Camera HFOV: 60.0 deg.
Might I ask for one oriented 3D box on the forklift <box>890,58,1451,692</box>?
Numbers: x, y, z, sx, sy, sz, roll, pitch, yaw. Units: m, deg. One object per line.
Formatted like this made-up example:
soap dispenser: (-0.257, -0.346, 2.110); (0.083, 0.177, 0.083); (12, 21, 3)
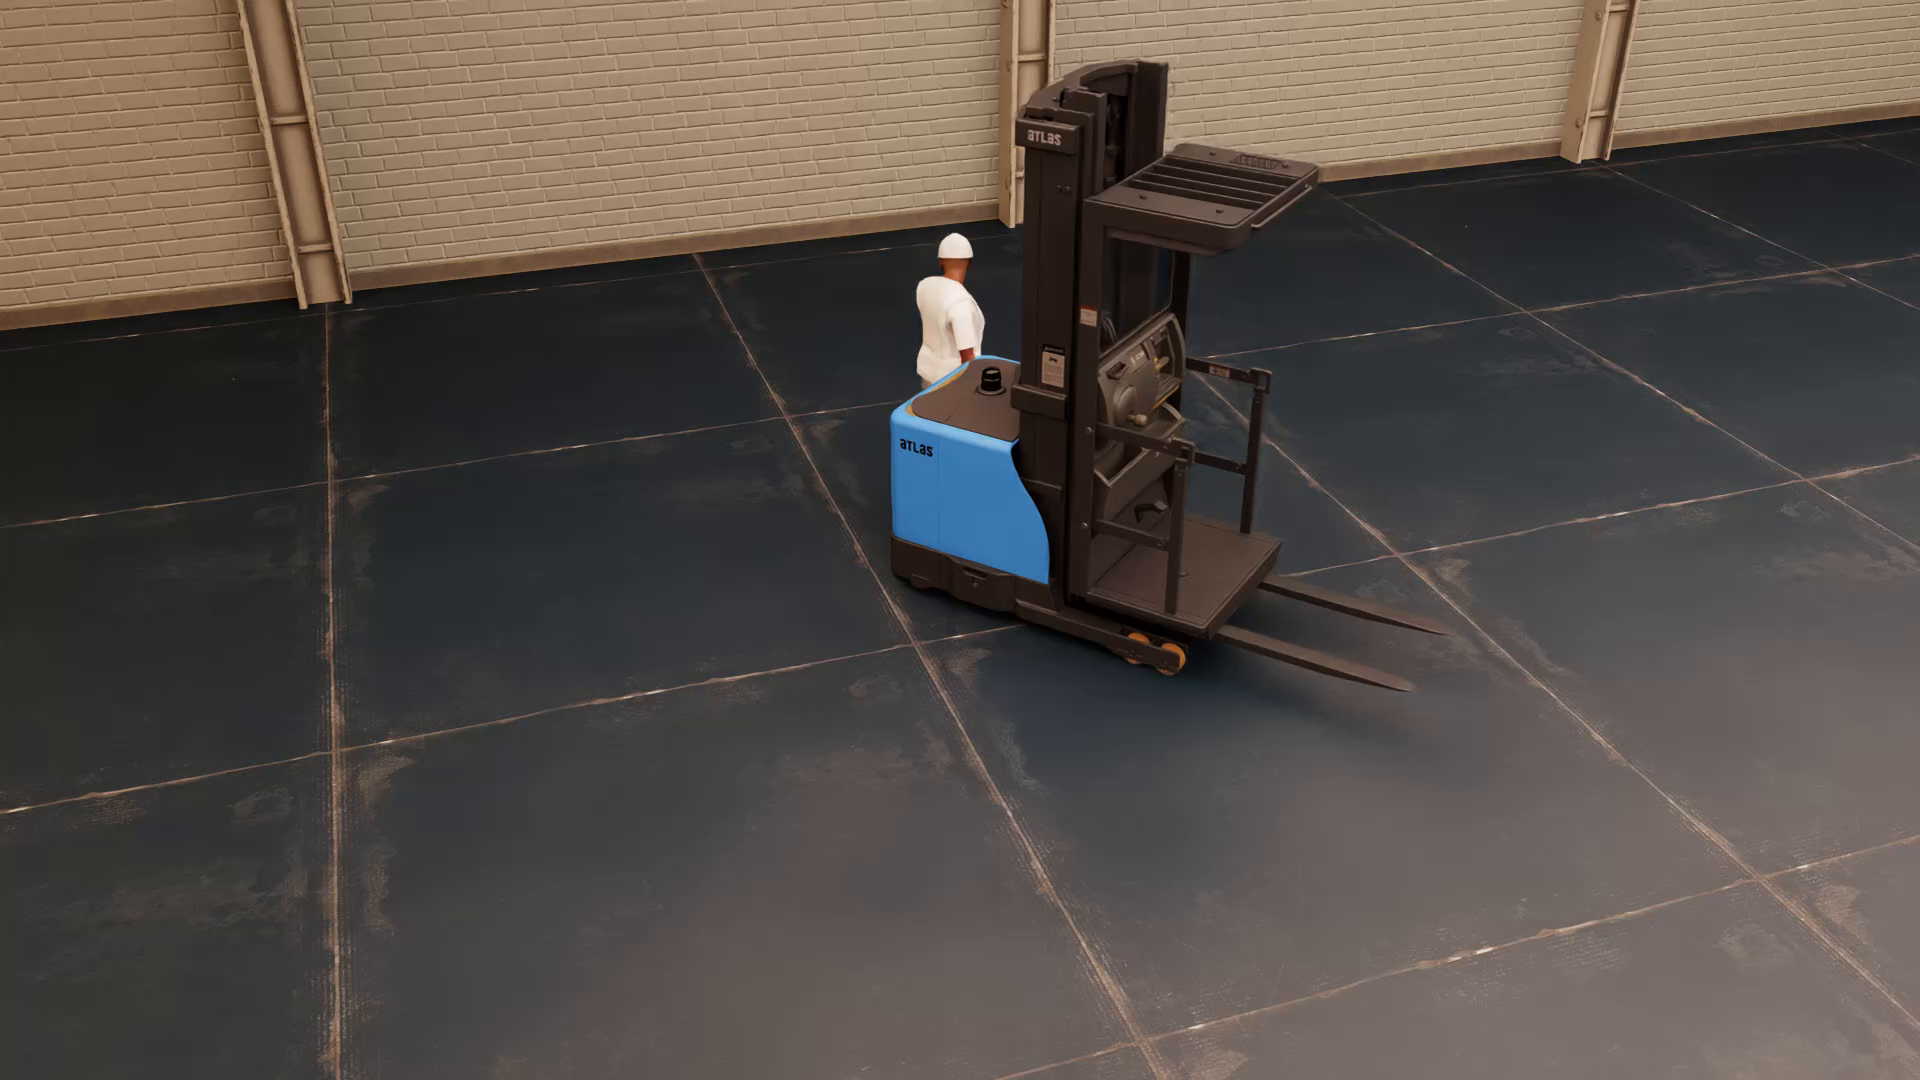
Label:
forklift: (1.126, -0.860, 8.582); (3.031, 2.935, 1.130); (17, 34, 27)

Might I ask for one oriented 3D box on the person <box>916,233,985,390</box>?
person: (0.065, -1.029, 10.092); (0.915, 1.718, 0.771); (-18, 35, -29)
